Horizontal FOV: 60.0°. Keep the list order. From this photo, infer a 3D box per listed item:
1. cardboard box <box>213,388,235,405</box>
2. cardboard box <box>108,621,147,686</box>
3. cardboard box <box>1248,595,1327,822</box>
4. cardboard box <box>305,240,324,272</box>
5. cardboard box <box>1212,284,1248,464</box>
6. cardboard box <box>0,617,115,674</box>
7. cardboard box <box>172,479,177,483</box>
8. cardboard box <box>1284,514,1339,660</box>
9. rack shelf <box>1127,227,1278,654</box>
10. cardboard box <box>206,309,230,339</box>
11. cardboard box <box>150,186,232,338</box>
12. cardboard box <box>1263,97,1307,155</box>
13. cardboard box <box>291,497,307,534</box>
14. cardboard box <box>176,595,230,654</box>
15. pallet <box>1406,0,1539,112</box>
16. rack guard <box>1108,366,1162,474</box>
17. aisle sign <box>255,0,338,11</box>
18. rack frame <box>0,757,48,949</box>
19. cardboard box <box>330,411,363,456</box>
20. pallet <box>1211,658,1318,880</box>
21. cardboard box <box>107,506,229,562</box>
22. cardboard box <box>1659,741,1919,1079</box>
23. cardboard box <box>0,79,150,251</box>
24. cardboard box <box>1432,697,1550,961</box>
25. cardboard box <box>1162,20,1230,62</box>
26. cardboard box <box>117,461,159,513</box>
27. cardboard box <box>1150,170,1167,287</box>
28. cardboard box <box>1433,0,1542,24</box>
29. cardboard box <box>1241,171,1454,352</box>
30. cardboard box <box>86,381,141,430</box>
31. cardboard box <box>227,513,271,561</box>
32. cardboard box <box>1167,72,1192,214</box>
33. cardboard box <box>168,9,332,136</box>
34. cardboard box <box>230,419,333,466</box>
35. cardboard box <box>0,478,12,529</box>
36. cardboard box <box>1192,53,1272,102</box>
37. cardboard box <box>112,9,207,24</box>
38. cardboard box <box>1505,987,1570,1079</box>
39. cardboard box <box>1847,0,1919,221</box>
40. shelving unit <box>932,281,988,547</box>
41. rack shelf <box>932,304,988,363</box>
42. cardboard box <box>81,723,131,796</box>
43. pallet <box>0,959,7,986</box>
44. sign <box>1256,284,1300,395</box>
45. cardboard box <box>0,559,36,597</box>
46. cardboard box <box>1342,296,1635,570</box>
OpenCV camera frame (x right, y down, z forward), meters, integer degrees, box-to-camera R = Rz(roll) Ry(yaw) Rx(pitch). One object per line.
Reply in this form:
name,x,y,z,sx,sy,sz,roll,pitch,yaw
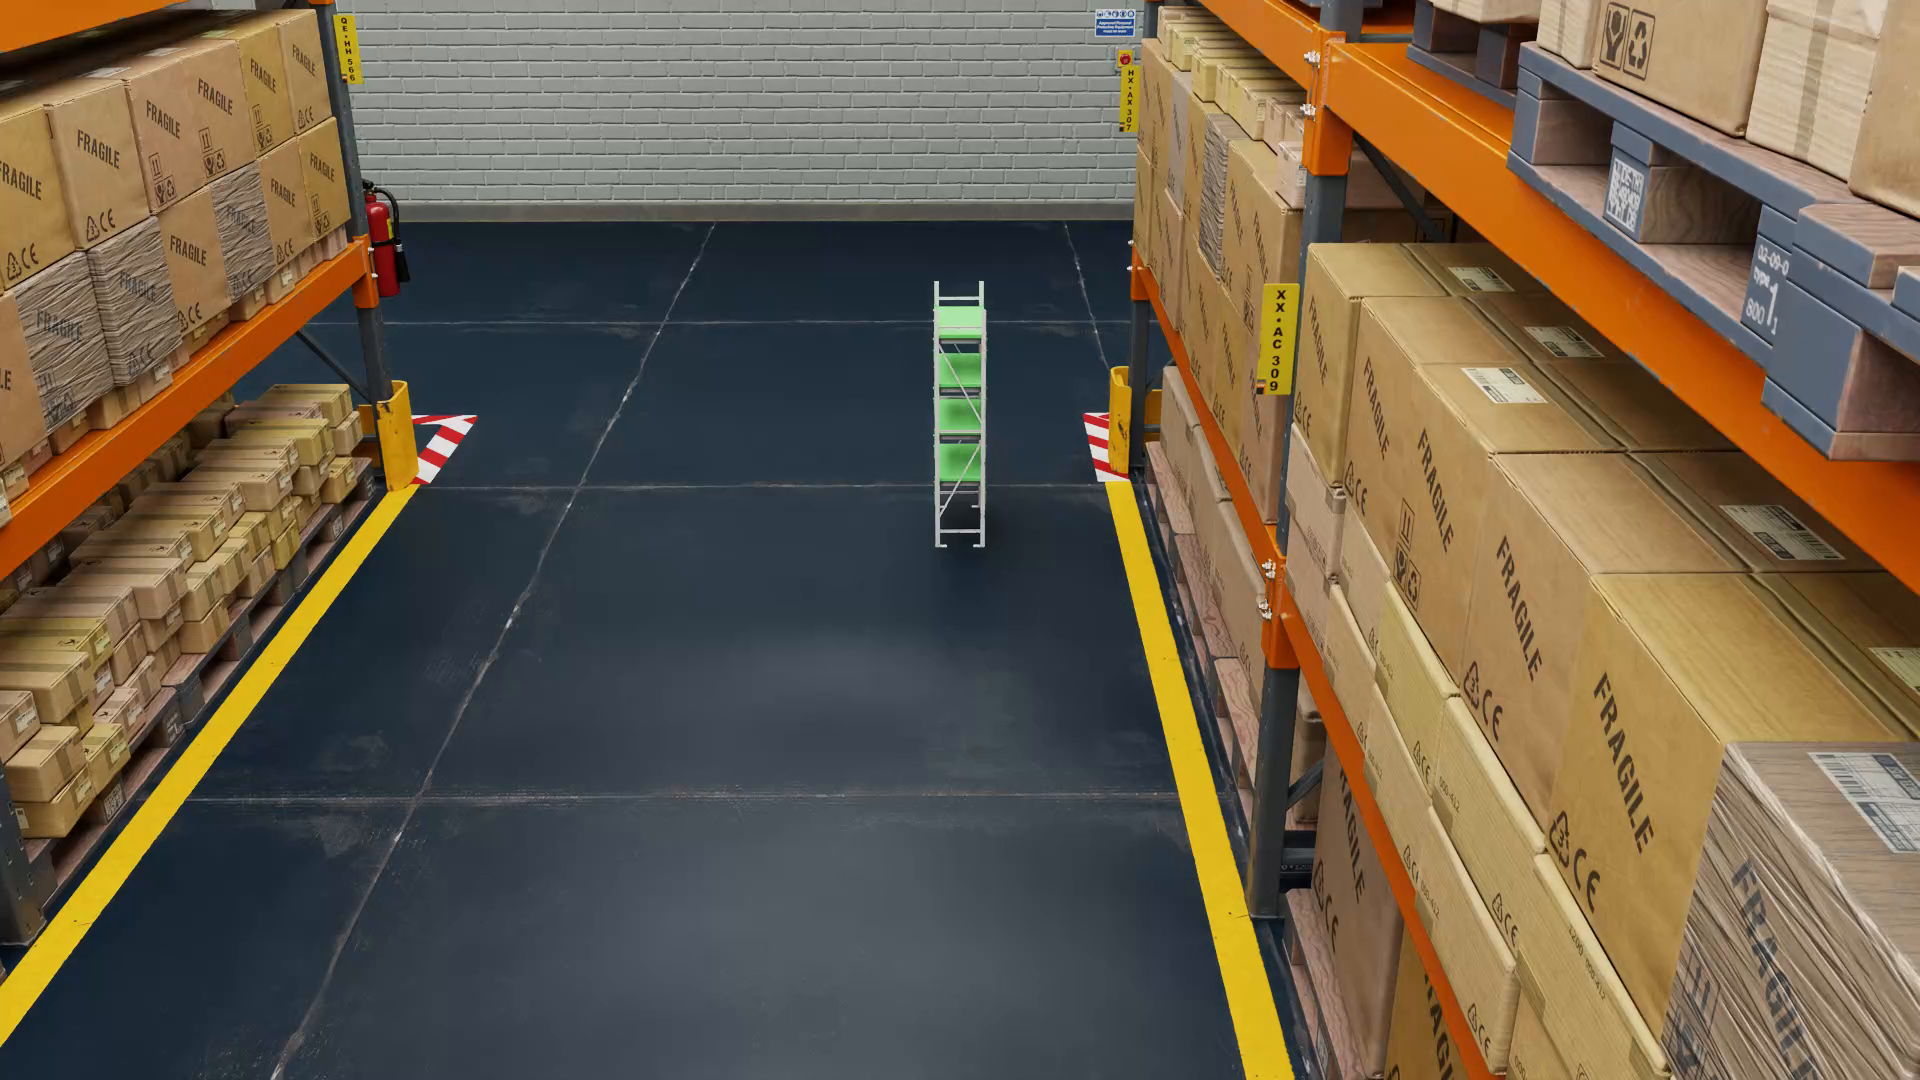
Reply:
cardboard box,-3.871,-0.671,8.321,0.380,0.149,0.250,-1,24,-3
cardboard box,-3.308,0.430,6.249,0.380,0.149,0.250,-1,24,-3
cardboard box,1.556,0.577,5.935,0.875,0.438,0.875,-1,24,-1
cardboard box,-3.285,-1.374,7.954,0.380,0.149,0.250,0,24,-1
cardboard box,1.184,-0.588,5.788,0.500,0.500,0.500,-1,24,-2
cardboard box,-3.285,0.400,5.955,0.380,0.149,0.250,-1,24,-1
cardboard box,-3.856,-0.216,7.676,0.380,0.149,0.250,0,24,1
cardboard box,1.197,0.111,4.548,0.500,0.250,0.500,-1,24,-2
rack shelf,1.434,-0.637,6.891,1.077,0.370,4.000,0,24,-1
cardboard box,-3.324,-0.946,7.006,0.380,0.149,0.250,-1,24,-3
cardboard box,-3.264,-1.095,6.549,0.500,0.500,0.500,1,24,2
cardboard box,1.226,-1.379,5.536,0.380,0.149,0.250,0,24,-1
cardboard box,-3.286,-0.085,7.747,0.380,0.149,0.250,0,24,0
cardboard box,-3.230,0.345,6.796,0.380,0.149,0.250,-1,24,-2
pallet,1.515,-1.042,3.507,0.805,0.209,1.217,-1,24,-3
rack guard,1.412,-0.659,9.101,1.175,0.500,0.348,0,24,-1
aisle sign,-3.237,-2.941,7.957,0.394,0.787,0.004,0,24,-1
rack frame,-3.493,-0.076,4.779,1.000,3.000,0.127,0,24,-1
cardboard box,-3.245,-0.536,8.385,0.380,0.149,0.250,-1,24,-2
pallet,1.526,0.817,6.188,1.003,0.211,1.213,0,24,-1
cardboard box,-3.281,-0.027,6.897,0.380,0.149,0.250,0,24,0
cardboard box,1.218,0.584,1.985,0.500,0.500,0.500,0,24,0
cardboard box,-3.250,-1.321,5.836,0.500,0.500,0.500,0,24,0
cardboard box,1.199,0.514,3.049,0.500,0.250,0.500,-1,24,-2
cardboard box,1.101,-2.222,7.402,0.380,0.149,0.250,0,24,1
cardboard box,-3.794,-0.237,7.362,0.380,0.149,0.250,1,24,2
cardboard box,1.164,-1.427,7.643,0.500,0.500,0.500,-1,24,-1
cardboard box,1.120,-1.069,3.107,0.380,0.166,0.250,-2,24,-4
cardboard box,1.174,-0.835,5.121,0.500,0.500,0.500,0,24,-1
cardboard box,-3.236,-0.512,6.047,0.380,0.149,0.250,0,24,0
cardboard box,-3.235,-0.003,7.206,0.380,0.149,0.250,1,24,2
cardboard box,1.159,-1.666,6.958,0.500,0.500,0.500,0,24,-1
cardboard box,-3.283,-2.174,7.721,0.500,0.500,0.500,-1,24,-2
cardboard box,-3.202,-0.461,7.858,0.380,0.149,0.250,-1,24,-2
cardboard box,-3.169,-0.080,5.092,0.380,0.149,0.250,1,24,1
cardboard box,1.114,-1.798,6.465,0.380,0.149,0.250,-1,24,-2
cardboard box,-3.797,-2.175,7.724,0.500,0.500,0.500,0,24,-1
cardboard box,1.224,0.951,2.689,0.500,0.250,0.500,0,24,-1
cardboard box,1.299,-0.503,1.451,0.700,0.500,0.500,-1,24,-3
shelving unit,-0.002,-0.615,8.154,0.258,1.200,0.503,0,24,-1
rack shelf,-0.002,-0.994,7.982,0.258,0.148,0.480,0,24,-1
cardboard box,-3.178,0.770,5.857,0.380,0.149,0.250,0,24,1
pallet,-3.483,1.515,4.644,1.003,0.211,1.213,0,24,-1
sign,0.901,-0.568,4.718,0.100,0.325,0.005,0,24,-1
cardboard box,-3.829,0.189,6.421,0.380,0.149,0.250,-1,24,-3
cardboard box,1.206,-0.249,3.826,0.500,0.500,0.500,0,24,-1
